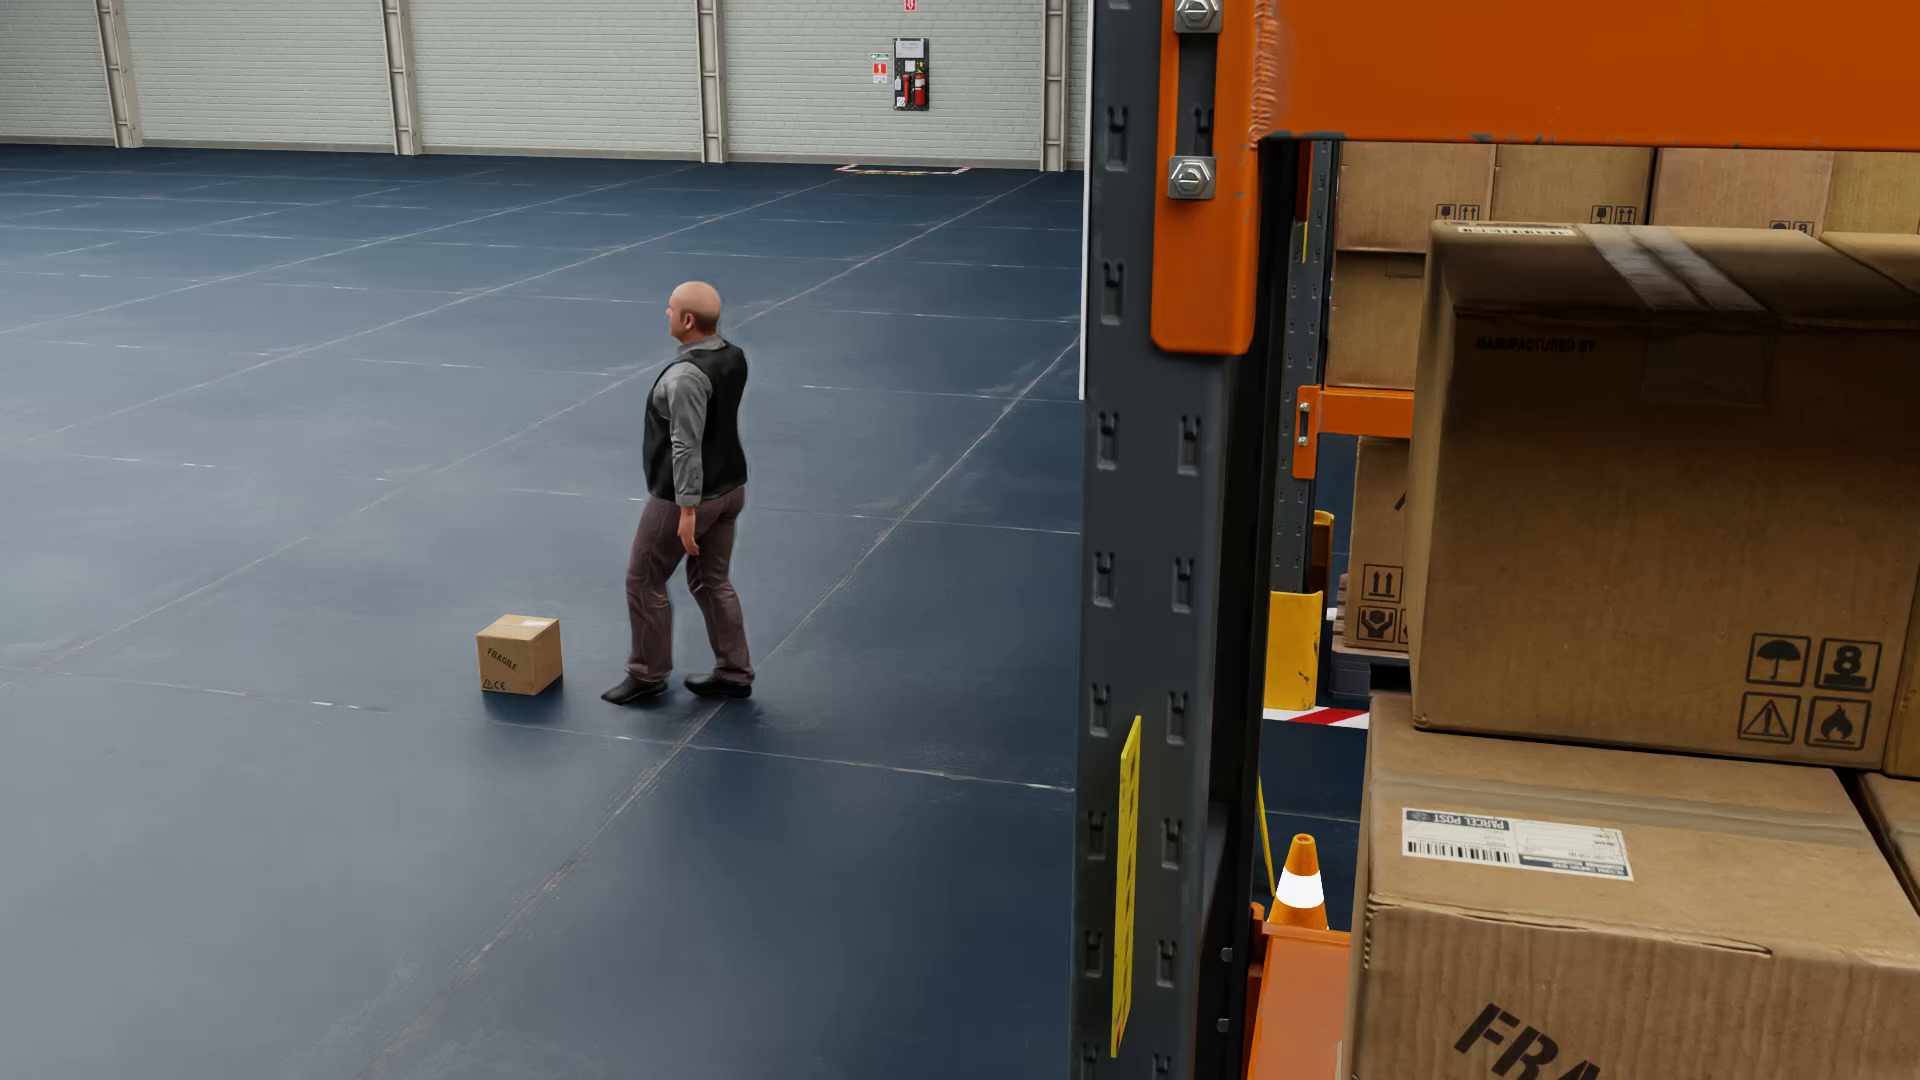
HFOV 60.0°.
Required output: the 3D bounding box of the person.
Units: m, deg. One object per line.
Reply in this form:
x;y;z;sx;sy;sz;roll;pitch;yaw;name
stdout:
-1.129;-0.171;6.647;0.620;1.752;0.584;8;20;22;person
